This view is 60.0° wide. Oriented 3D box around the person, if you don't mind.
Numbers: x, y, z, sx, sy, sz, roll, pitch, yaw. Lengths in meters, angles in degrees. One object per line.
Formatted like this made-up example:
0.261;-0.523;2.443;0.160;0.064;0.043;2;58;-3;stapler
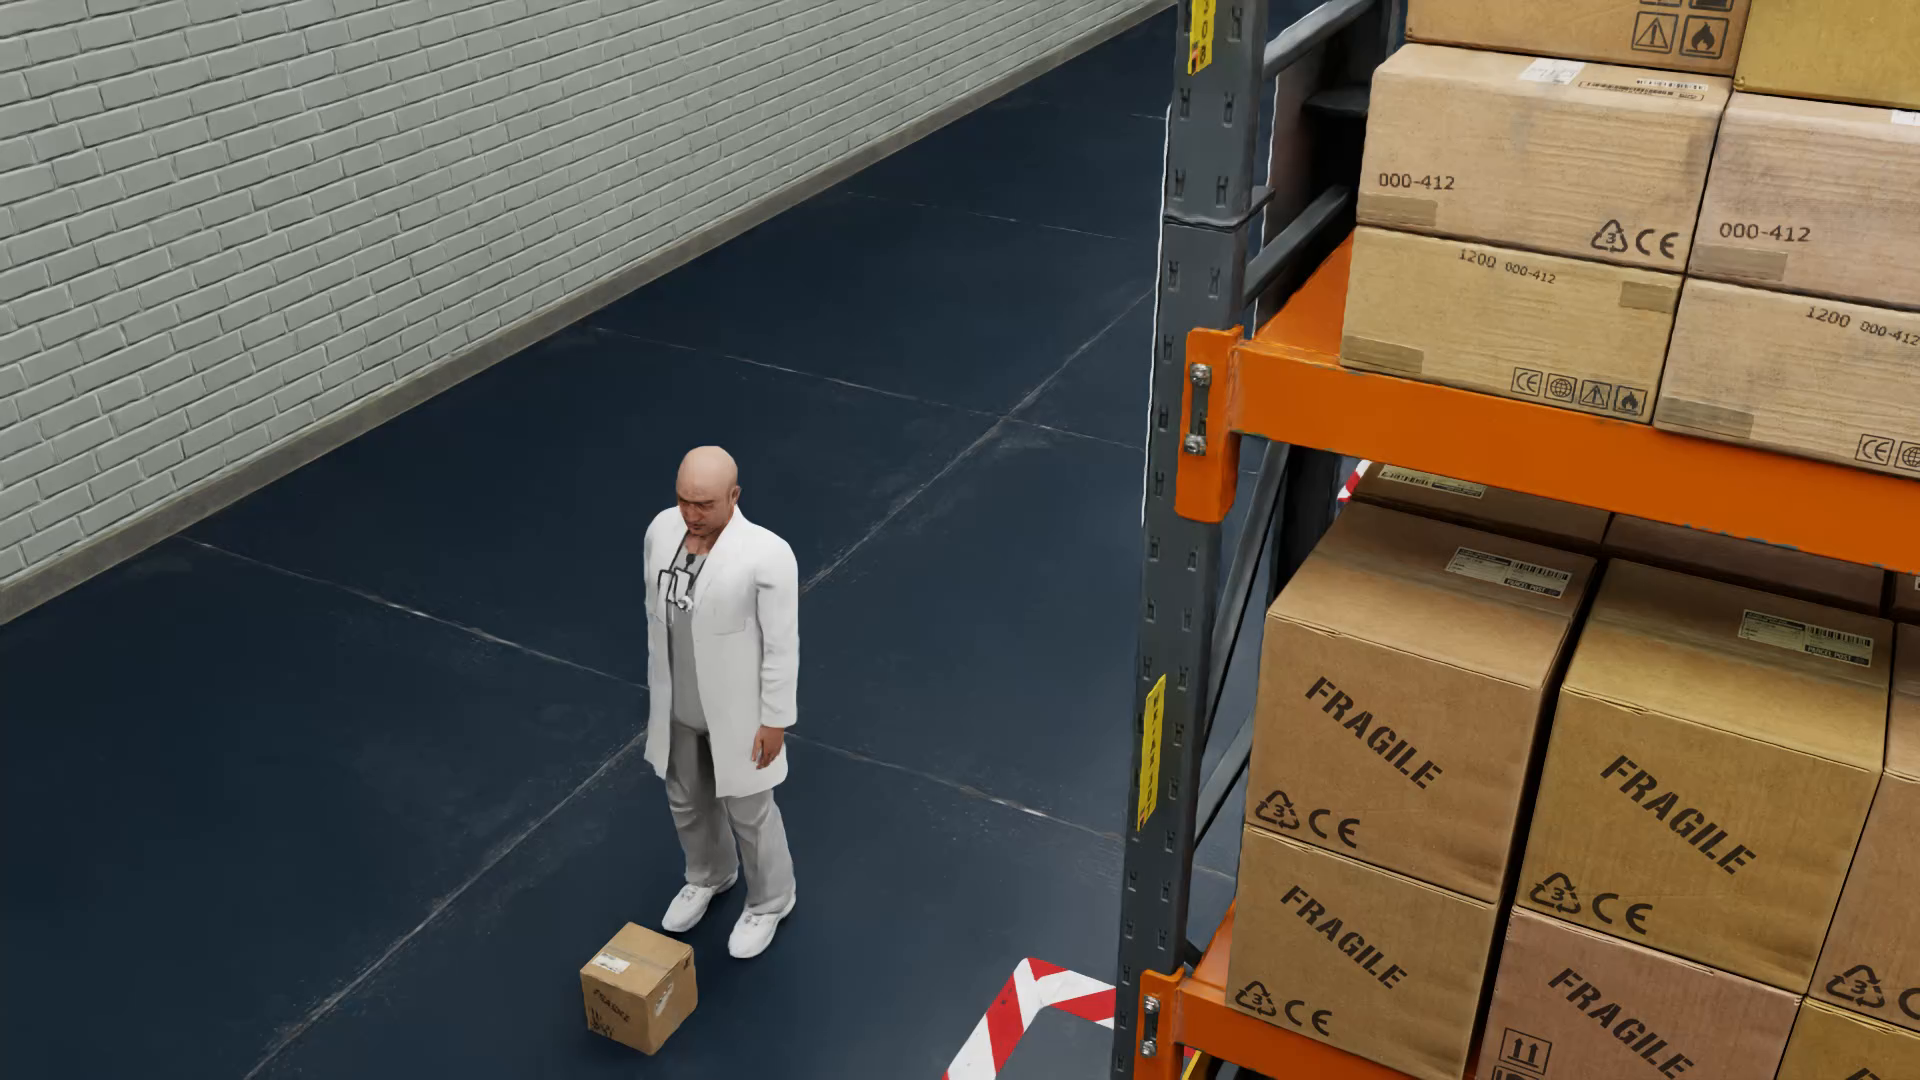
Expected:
-0.756;0.522;5.234;0.562;1.774;0.377;15;33;24;person
